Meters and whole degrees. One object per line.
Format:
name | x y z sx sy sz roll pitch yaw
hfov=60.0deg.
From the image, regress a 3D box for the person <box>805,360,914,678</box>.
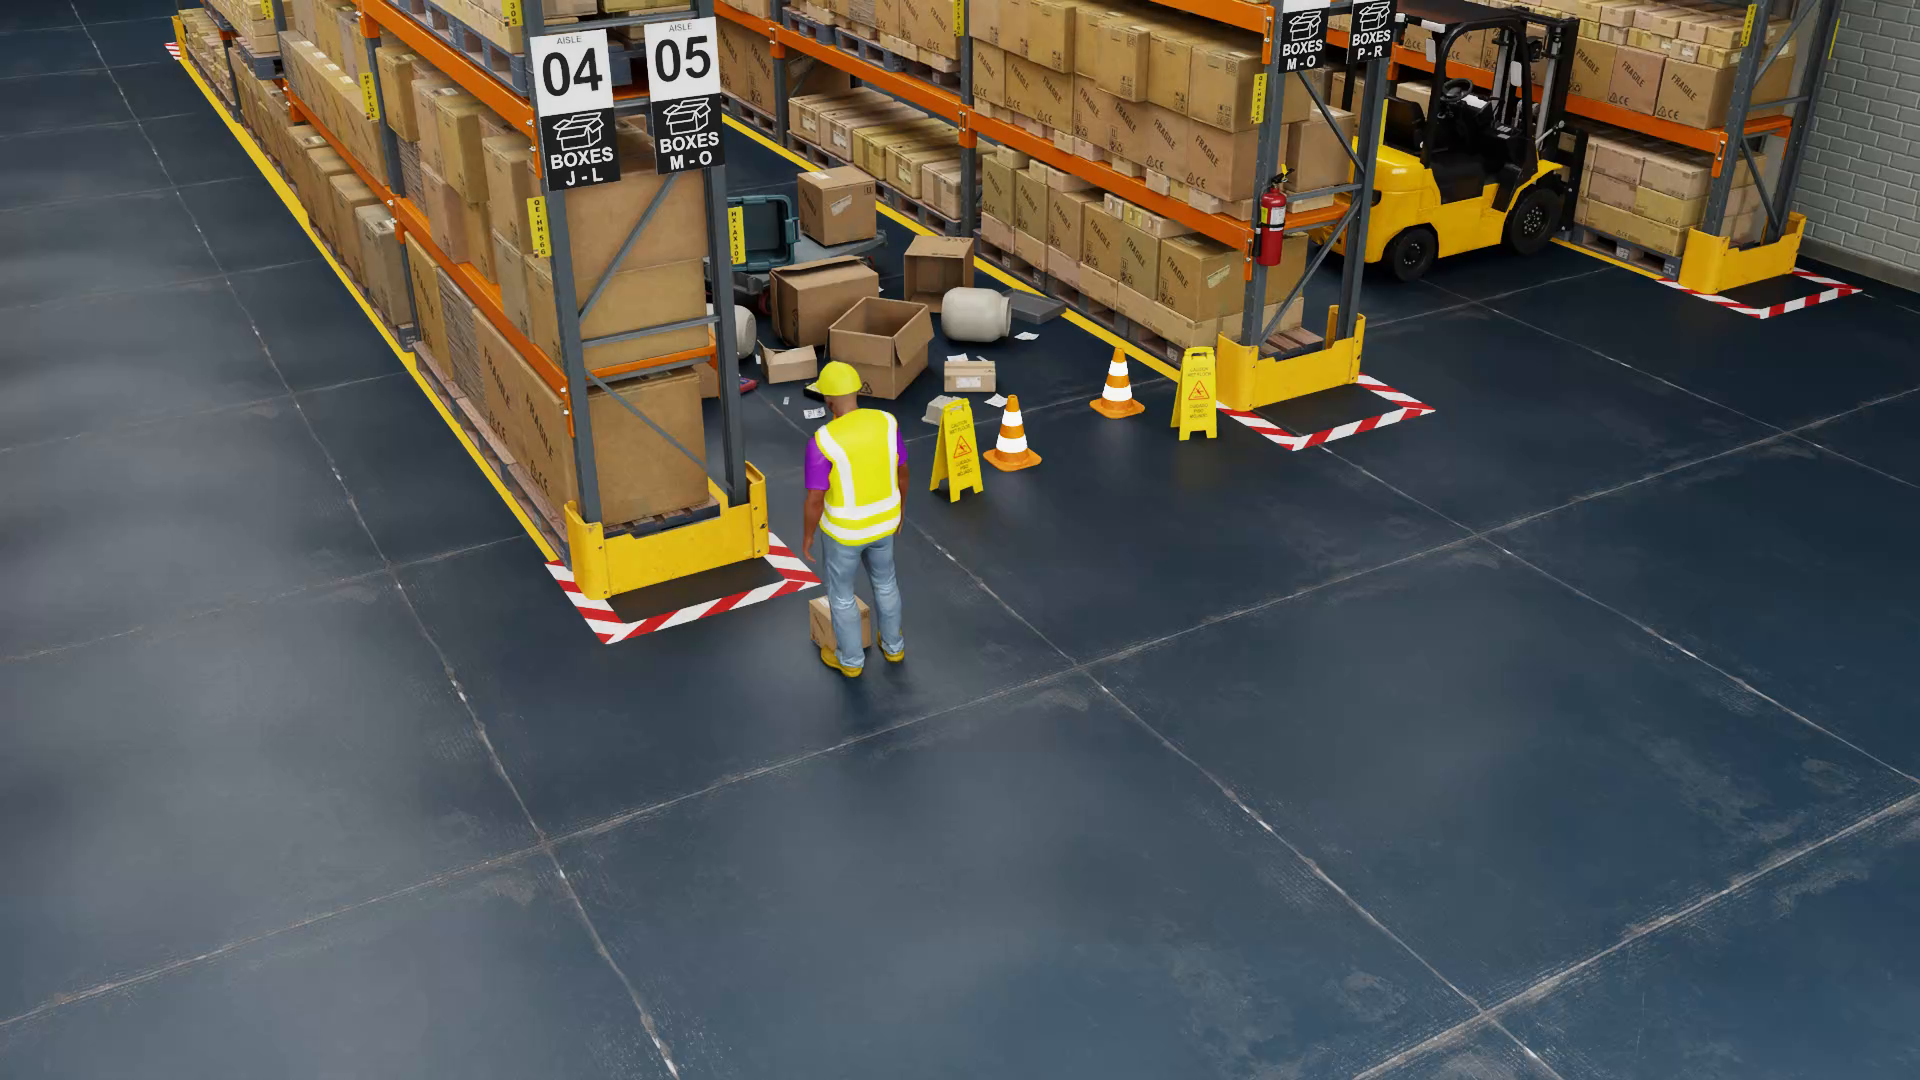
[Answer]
person | -0.535 -0.107 8.740 0.626 1.760 0.458 -17 33 -28
